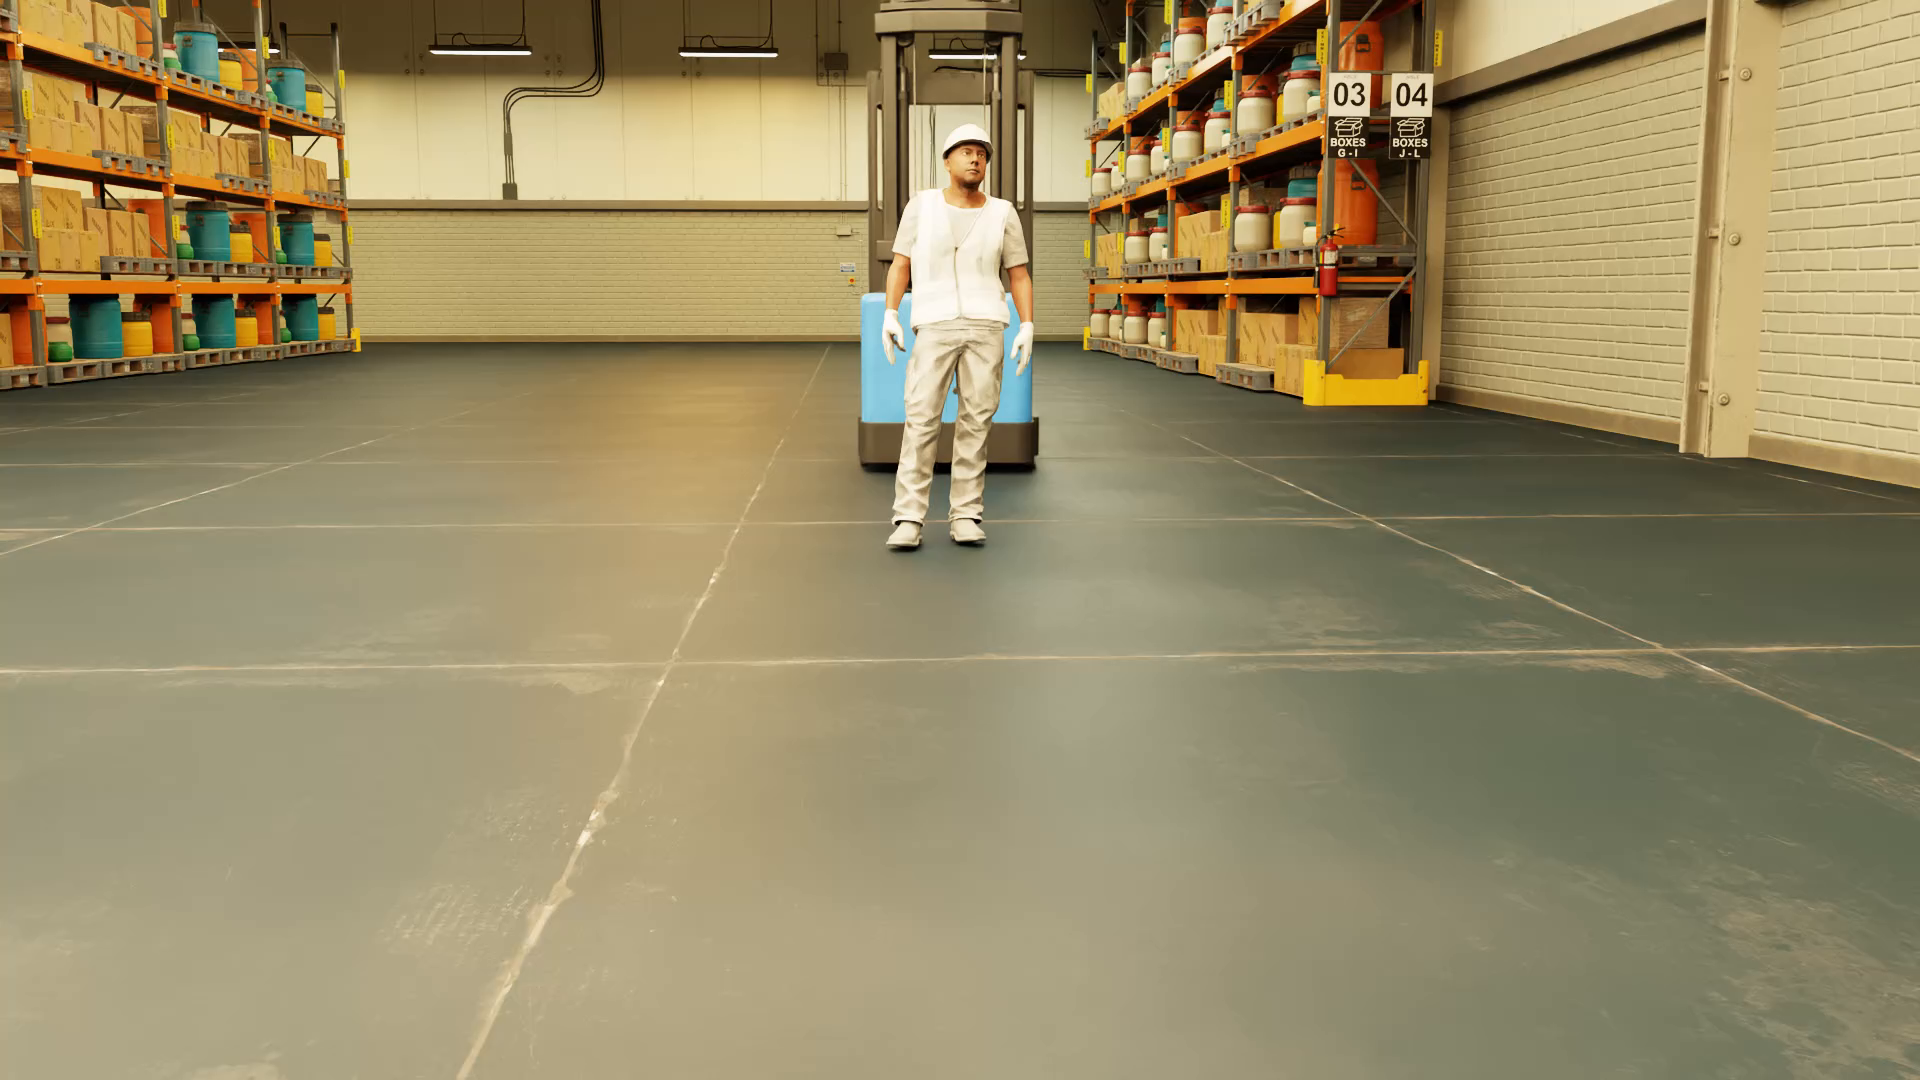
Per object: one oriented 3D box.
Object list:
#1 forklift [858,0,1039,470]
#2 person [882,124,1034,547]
[{"bbox_3d":[-0.056,-2.060,11.203,1.130,2.935,3.031,0,8,1],"label":"forklift"},{"bbox_3d":[-0.005,-0.879,7.107,0.656,1.782,0.577,-1,8,-4],"label":"person"}]
